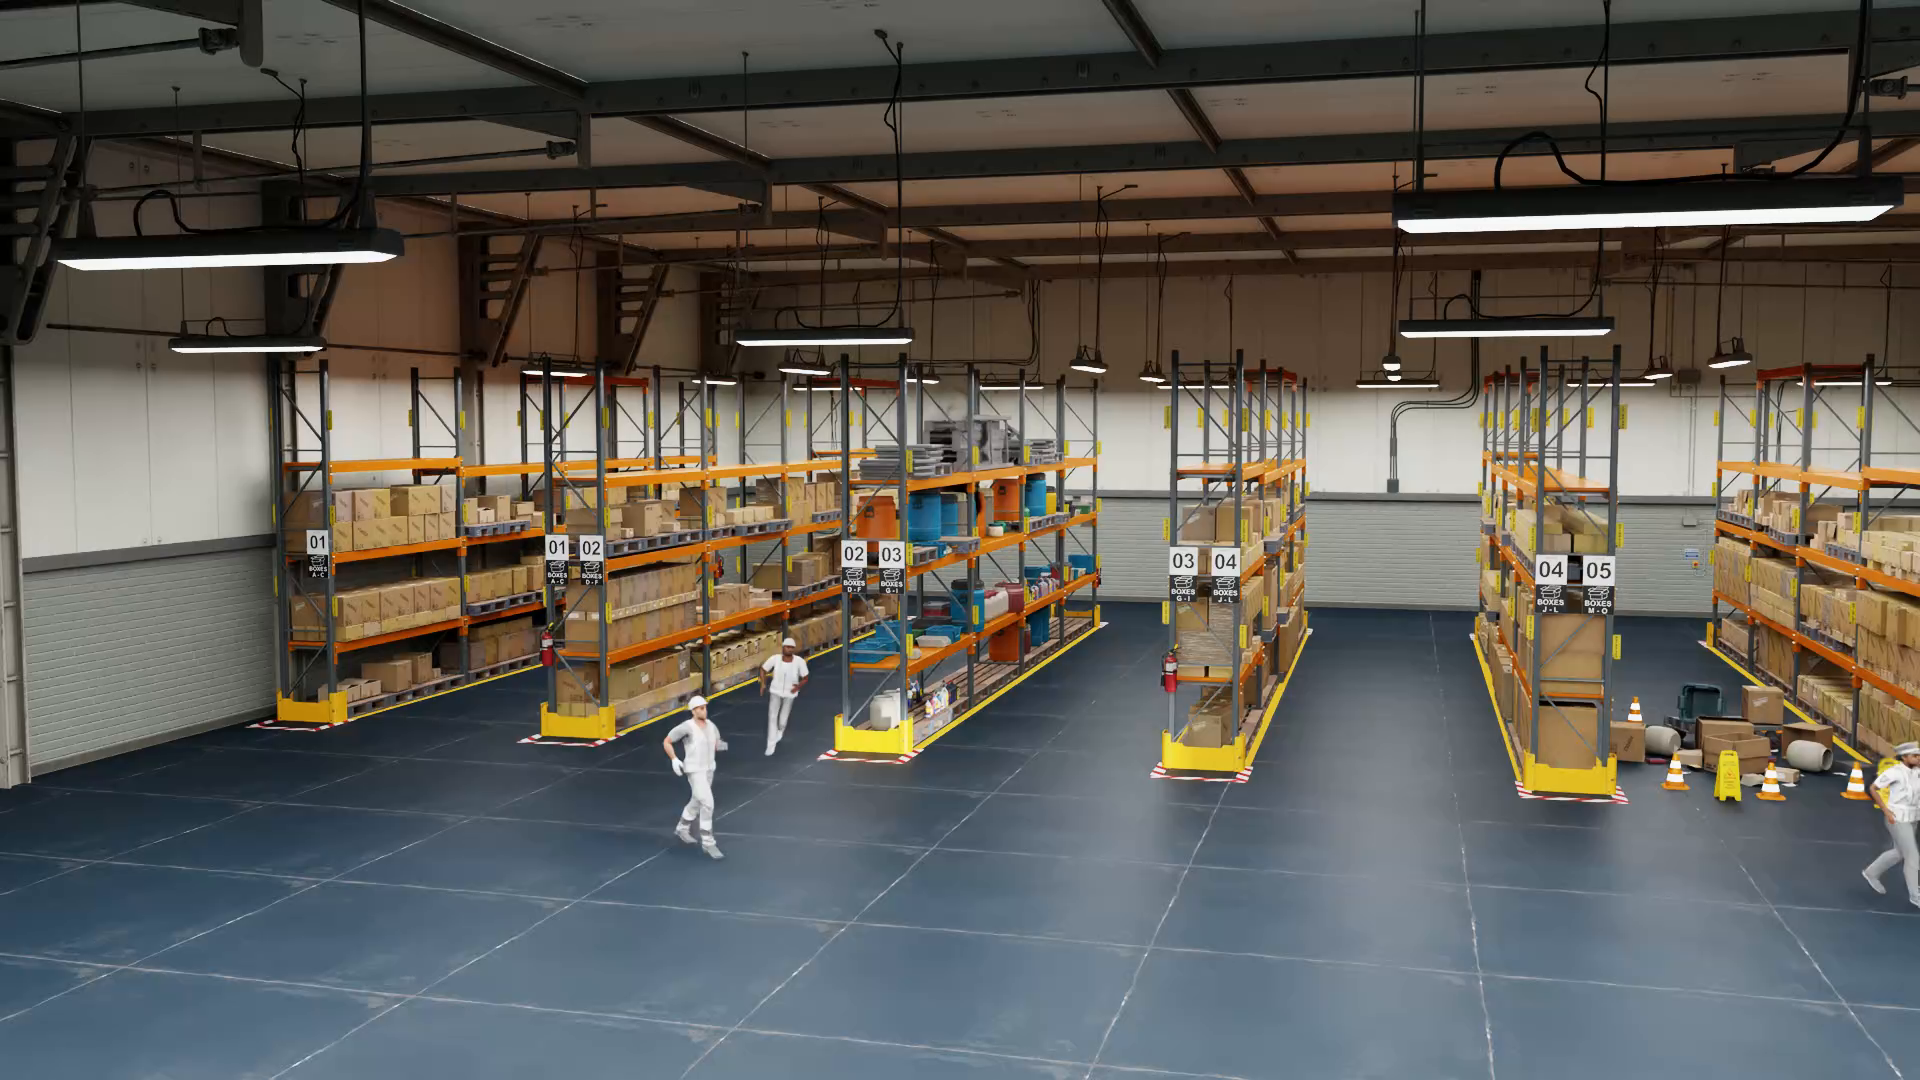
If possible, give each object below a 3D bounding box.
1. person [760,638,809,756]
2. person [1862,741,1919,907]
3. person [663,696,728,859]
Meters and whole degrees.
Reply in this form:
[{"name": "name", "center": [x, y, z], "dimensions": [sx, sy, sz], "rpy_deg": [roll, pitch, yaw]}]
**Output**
[{"name": "person", "center": [-2.665, 2.342, 25.228], "dimensions": [0.744, 1.736, 0.820], "rpy_deg": [0, 4, -4]}, {"name": "person", "center": [9.753, 2.903, 17.188], "dimensions": [0.586, 1.699, 0.847], "rpy_deg": [-2, 5, -31]}, {"name": "person", "center": [-3.025, 2.714, 19.217], "dimensions": [0.836, 1.838, 0.652], "rpy_deg": [2, 5, 31]}]
